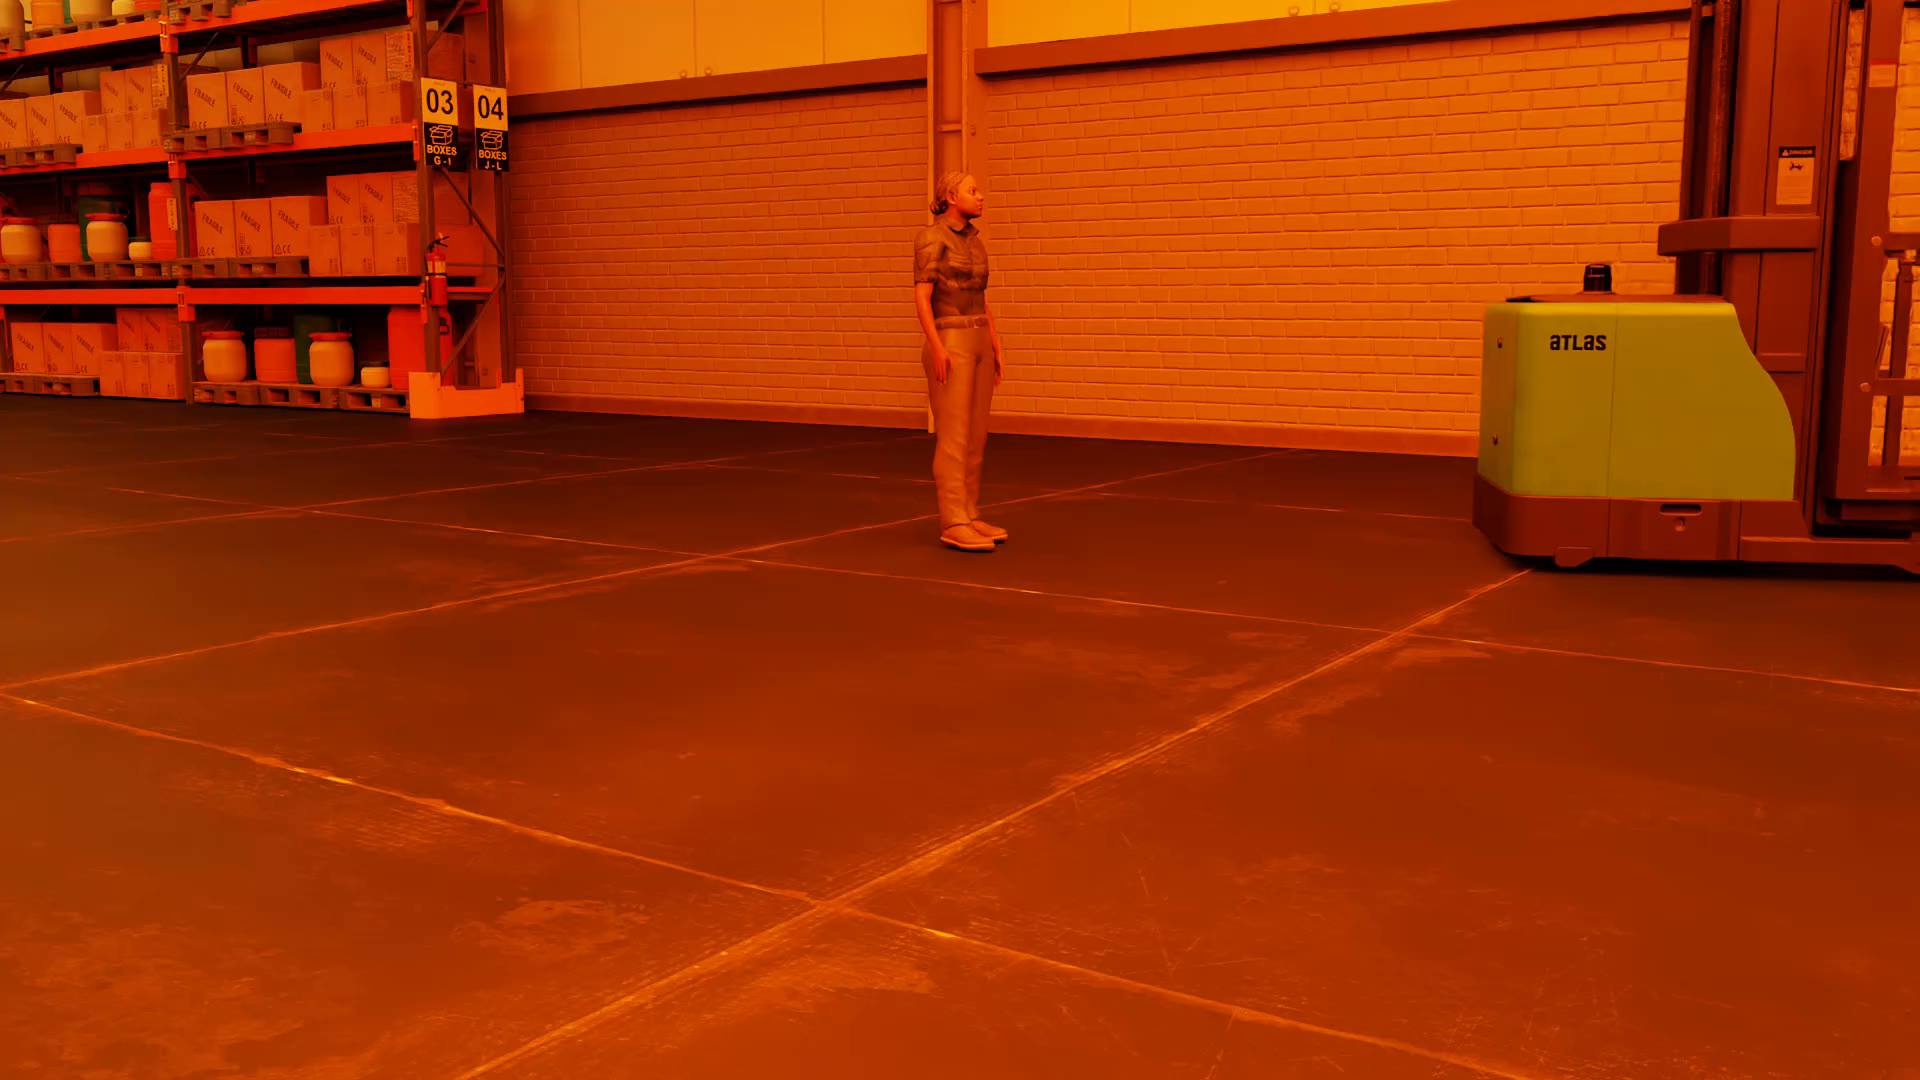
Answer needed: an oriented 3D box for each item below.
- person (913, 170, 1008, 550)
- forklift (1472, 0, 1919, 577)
[{"bbox_3d":[0.062,-0.817,7.422,0.503,1.656,0.570,5,10,34],"label":"person"},{"bbox_3d":[3.769,-1.358,6.742,3.031,2.935,1.130,1,8,9],"label":"forklift"}]
